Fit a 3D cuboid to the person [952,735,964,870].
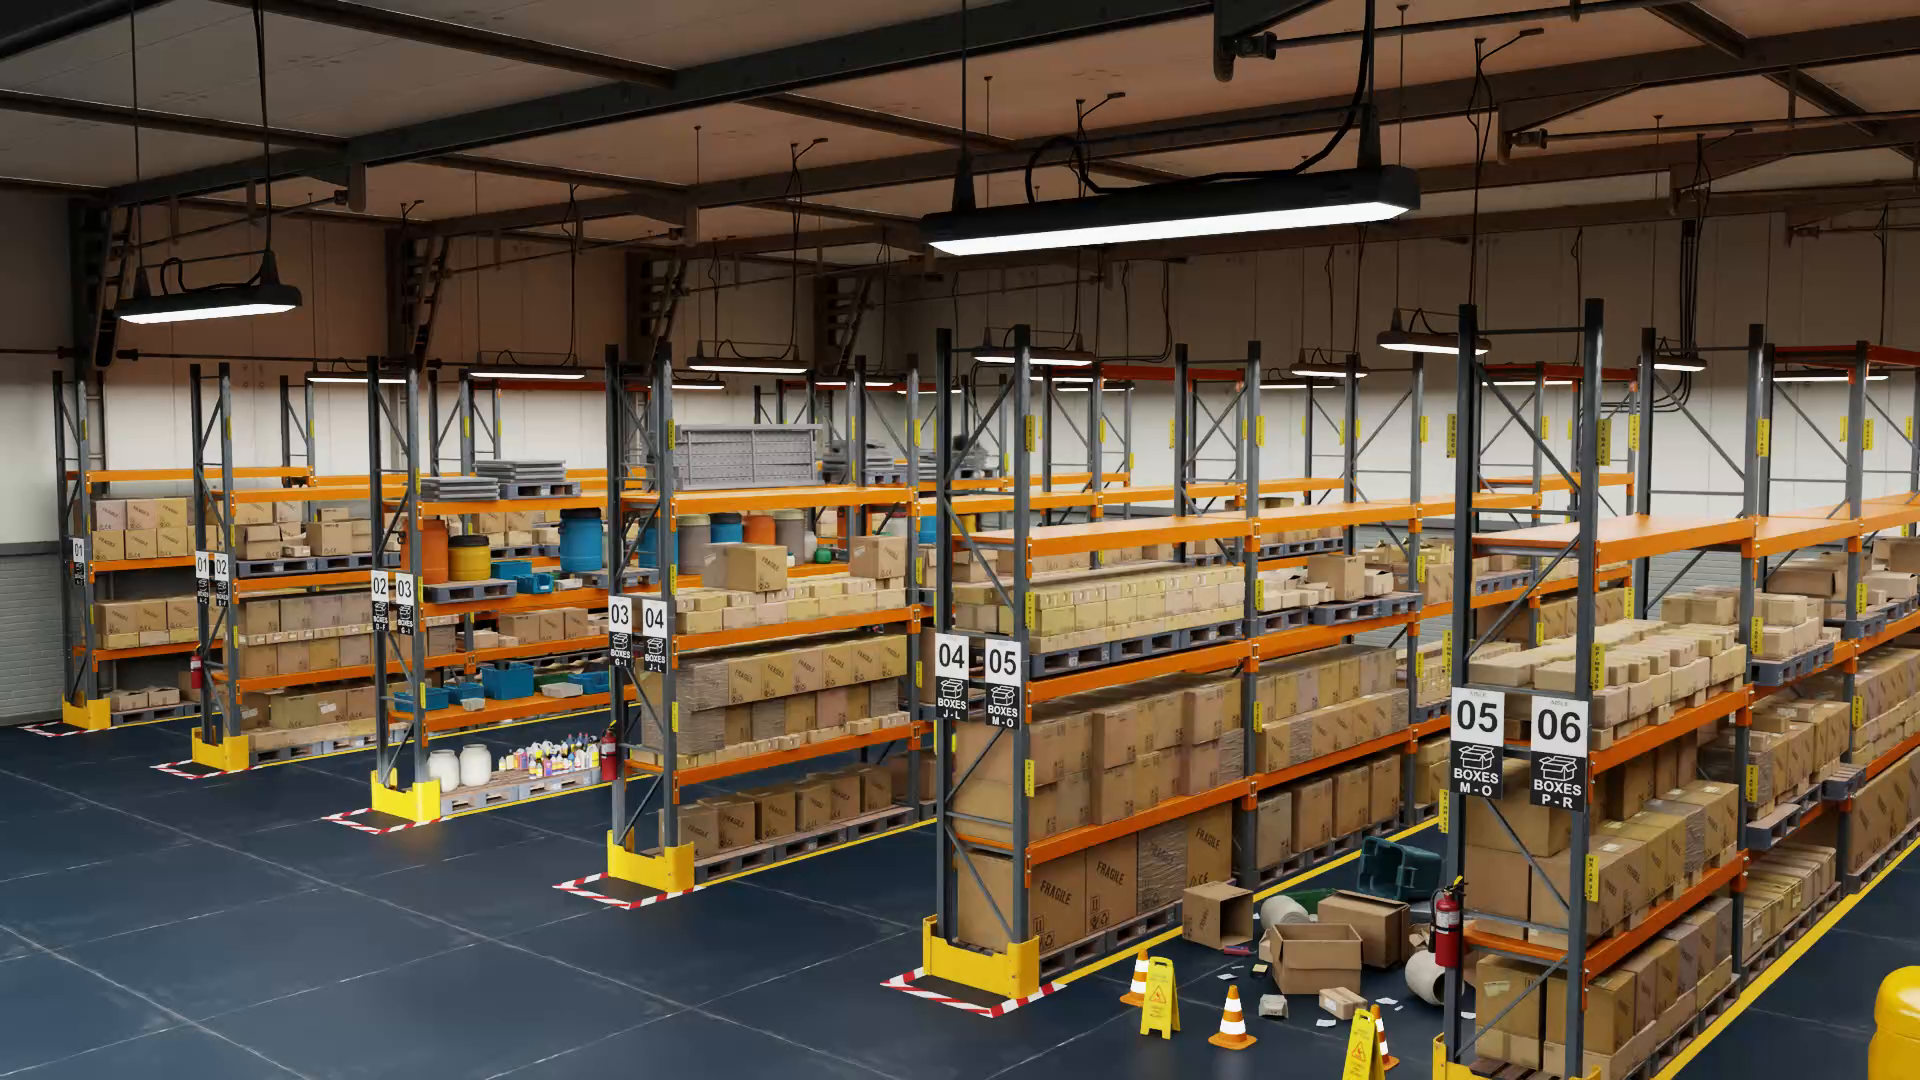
[{"bbox_3d":[0.098,2.970,19.132,0.725,1.577,1.101,3,5,40],"label":"person"}]
